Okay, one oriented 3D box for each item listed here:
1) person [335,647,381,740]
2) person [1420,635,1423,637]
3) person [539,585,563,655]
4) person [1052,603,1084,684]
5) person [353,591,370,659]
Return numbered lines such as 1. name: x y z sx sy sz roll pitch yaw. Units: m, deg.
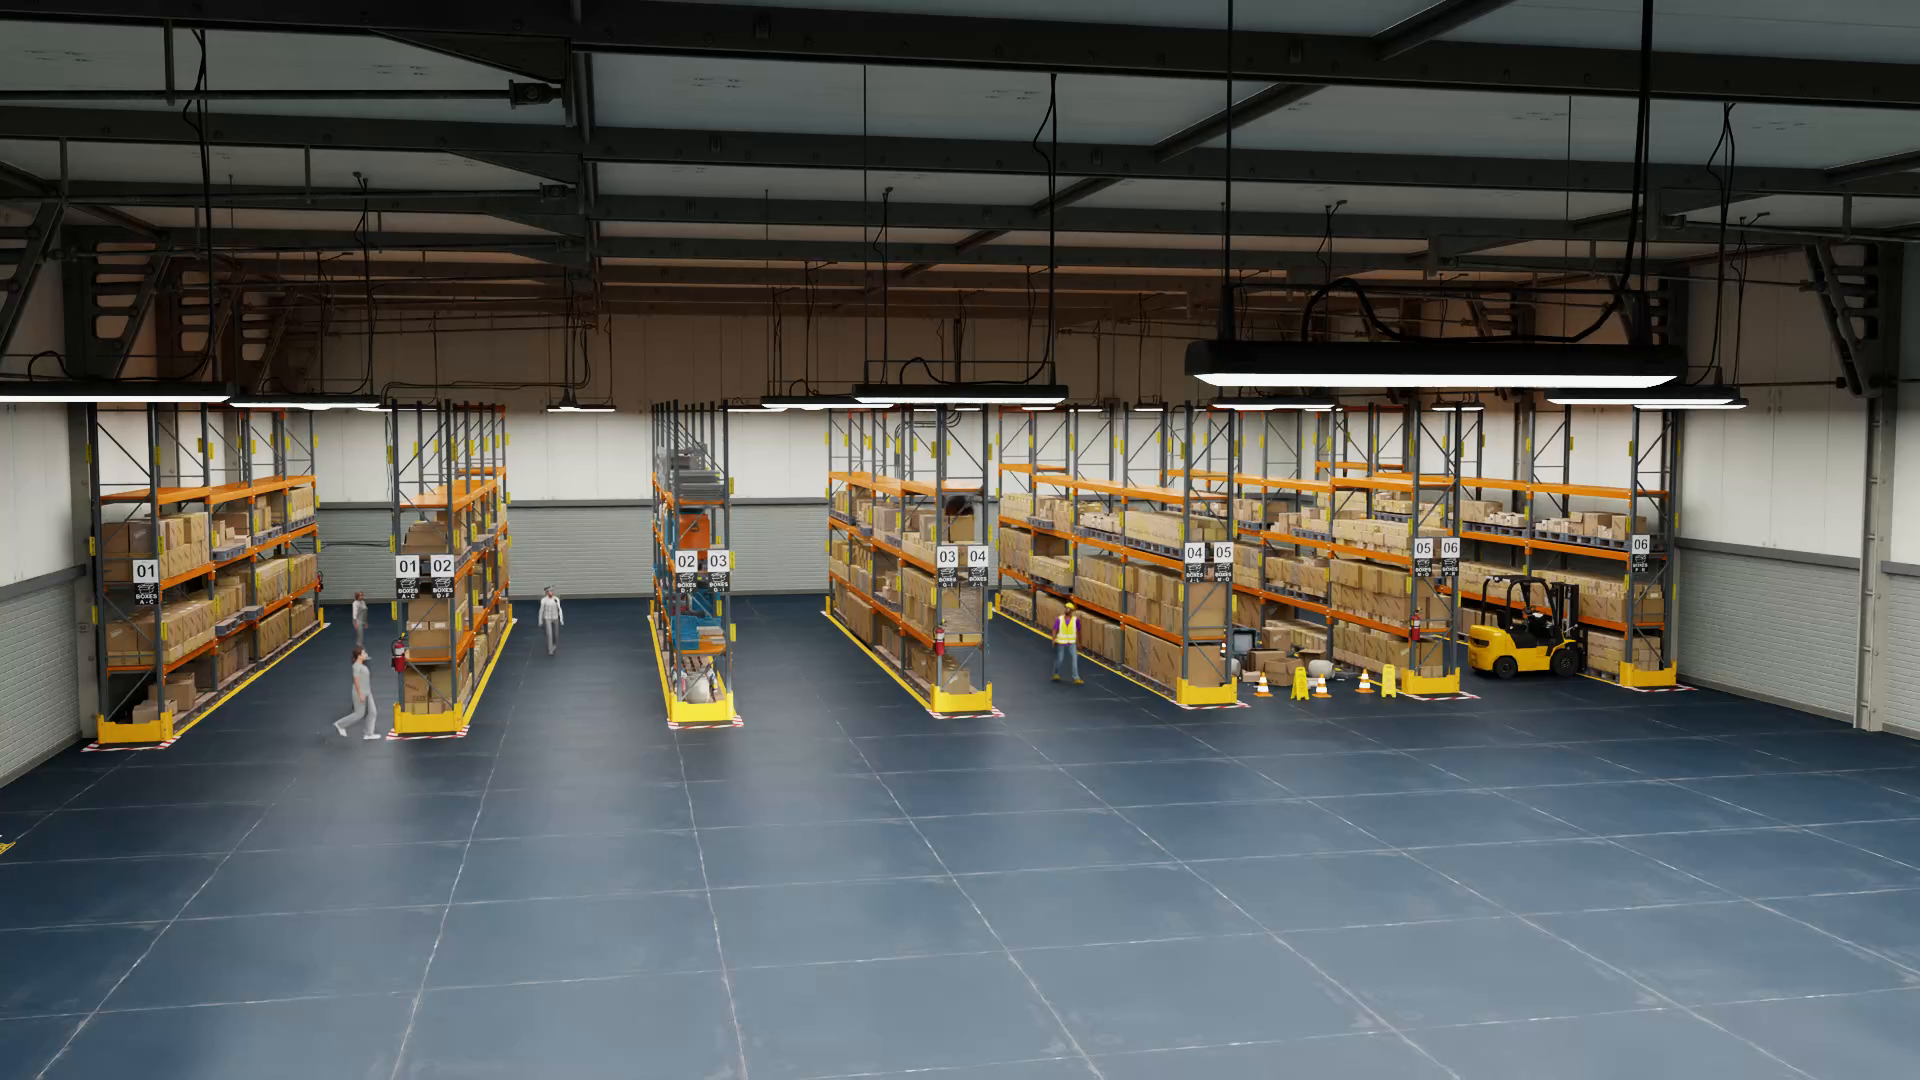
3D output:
1. person: -10.582 2.697 29.205 0.776 1.637 0.445 1 4 11
2. person: 10.486 1.963 38.254 0.524 1.785 0.641 1 5 17
3. person: -9.796 1.895 39.795 0.560 1.644 0.933 -2 5 -23
4. person: 2.260 2.199 35.377 0.730 1.707 1.053 -2 5 -20
5. person: -14.043 1.986 39.052 0.396 1.604 0.445 0 4 -5
